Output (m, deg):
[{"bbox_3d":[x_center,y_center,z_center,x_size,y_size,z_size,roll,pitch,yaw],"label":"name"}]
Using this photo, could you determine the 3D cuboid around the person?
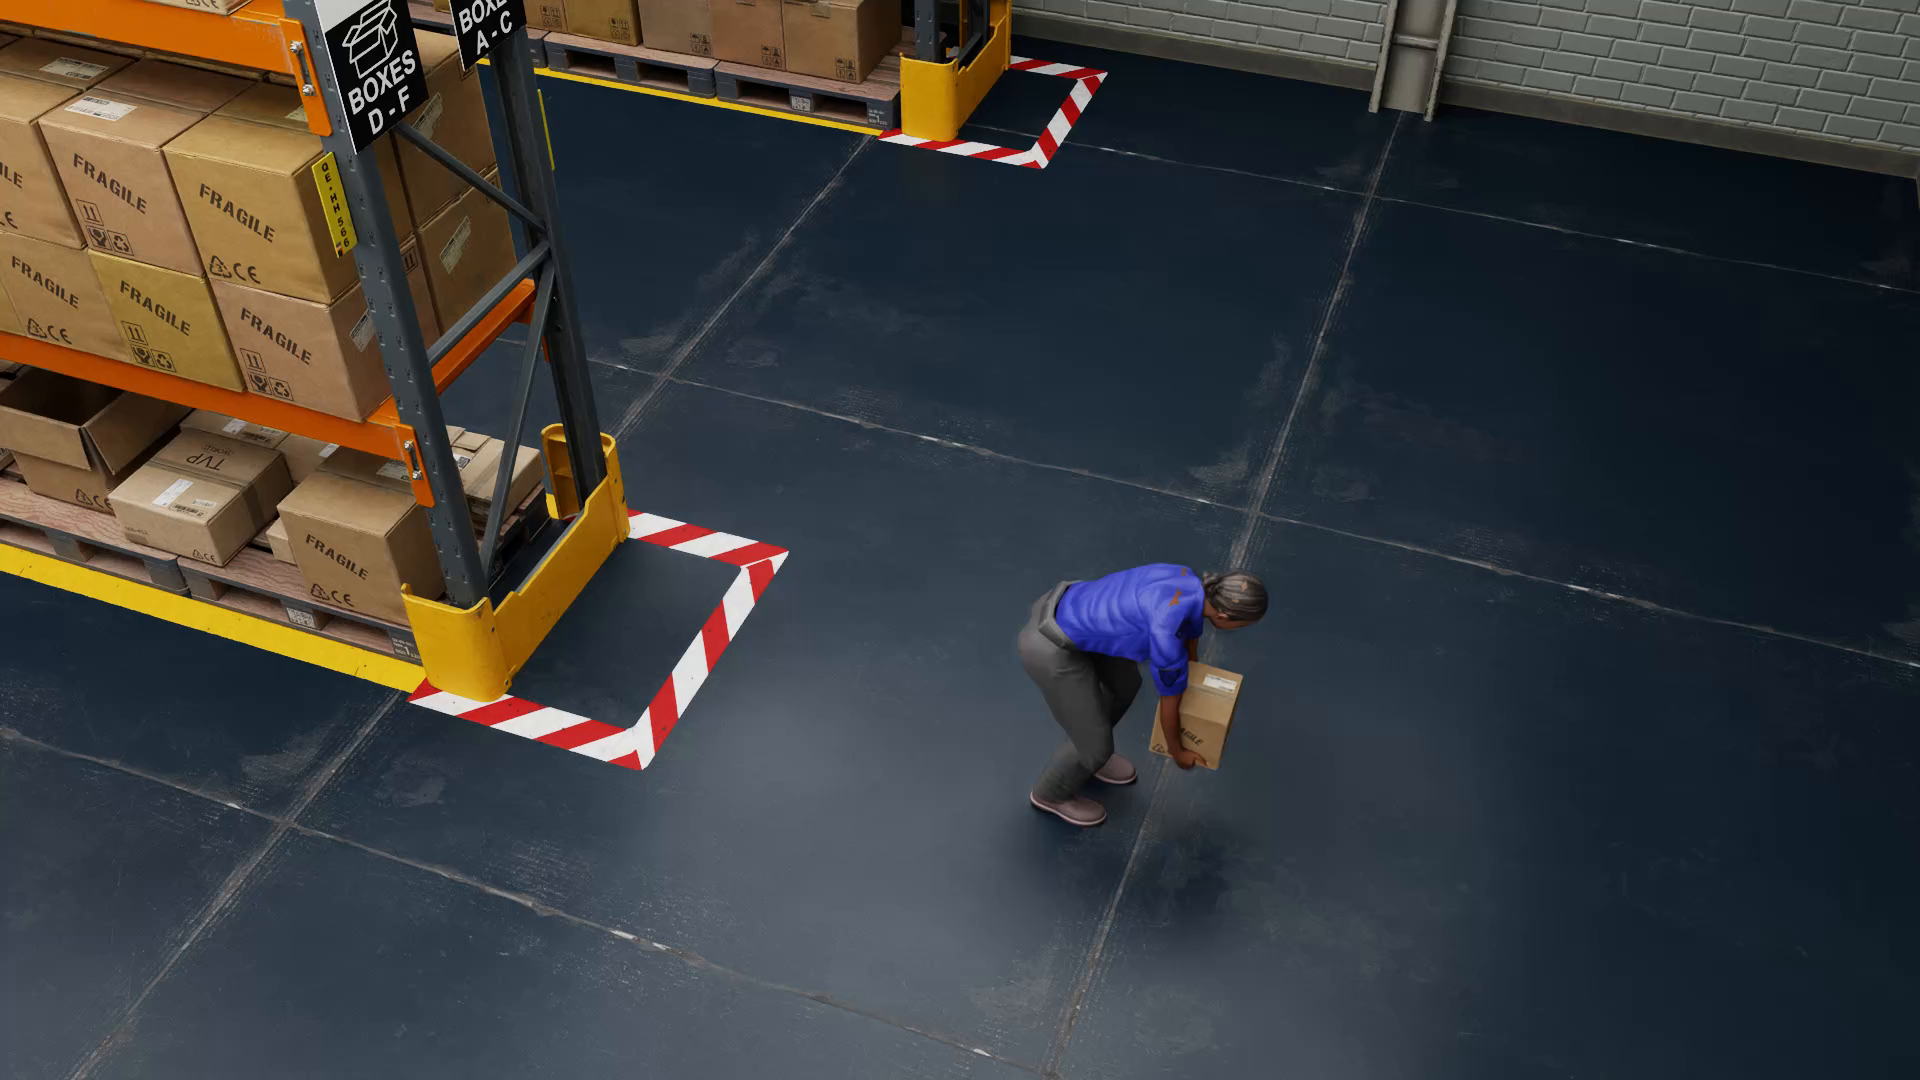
[{"bbox_3d":[0.618,0.527,5.905,0.824,1.221,0.424,12,43,13],"label":"person"}]
